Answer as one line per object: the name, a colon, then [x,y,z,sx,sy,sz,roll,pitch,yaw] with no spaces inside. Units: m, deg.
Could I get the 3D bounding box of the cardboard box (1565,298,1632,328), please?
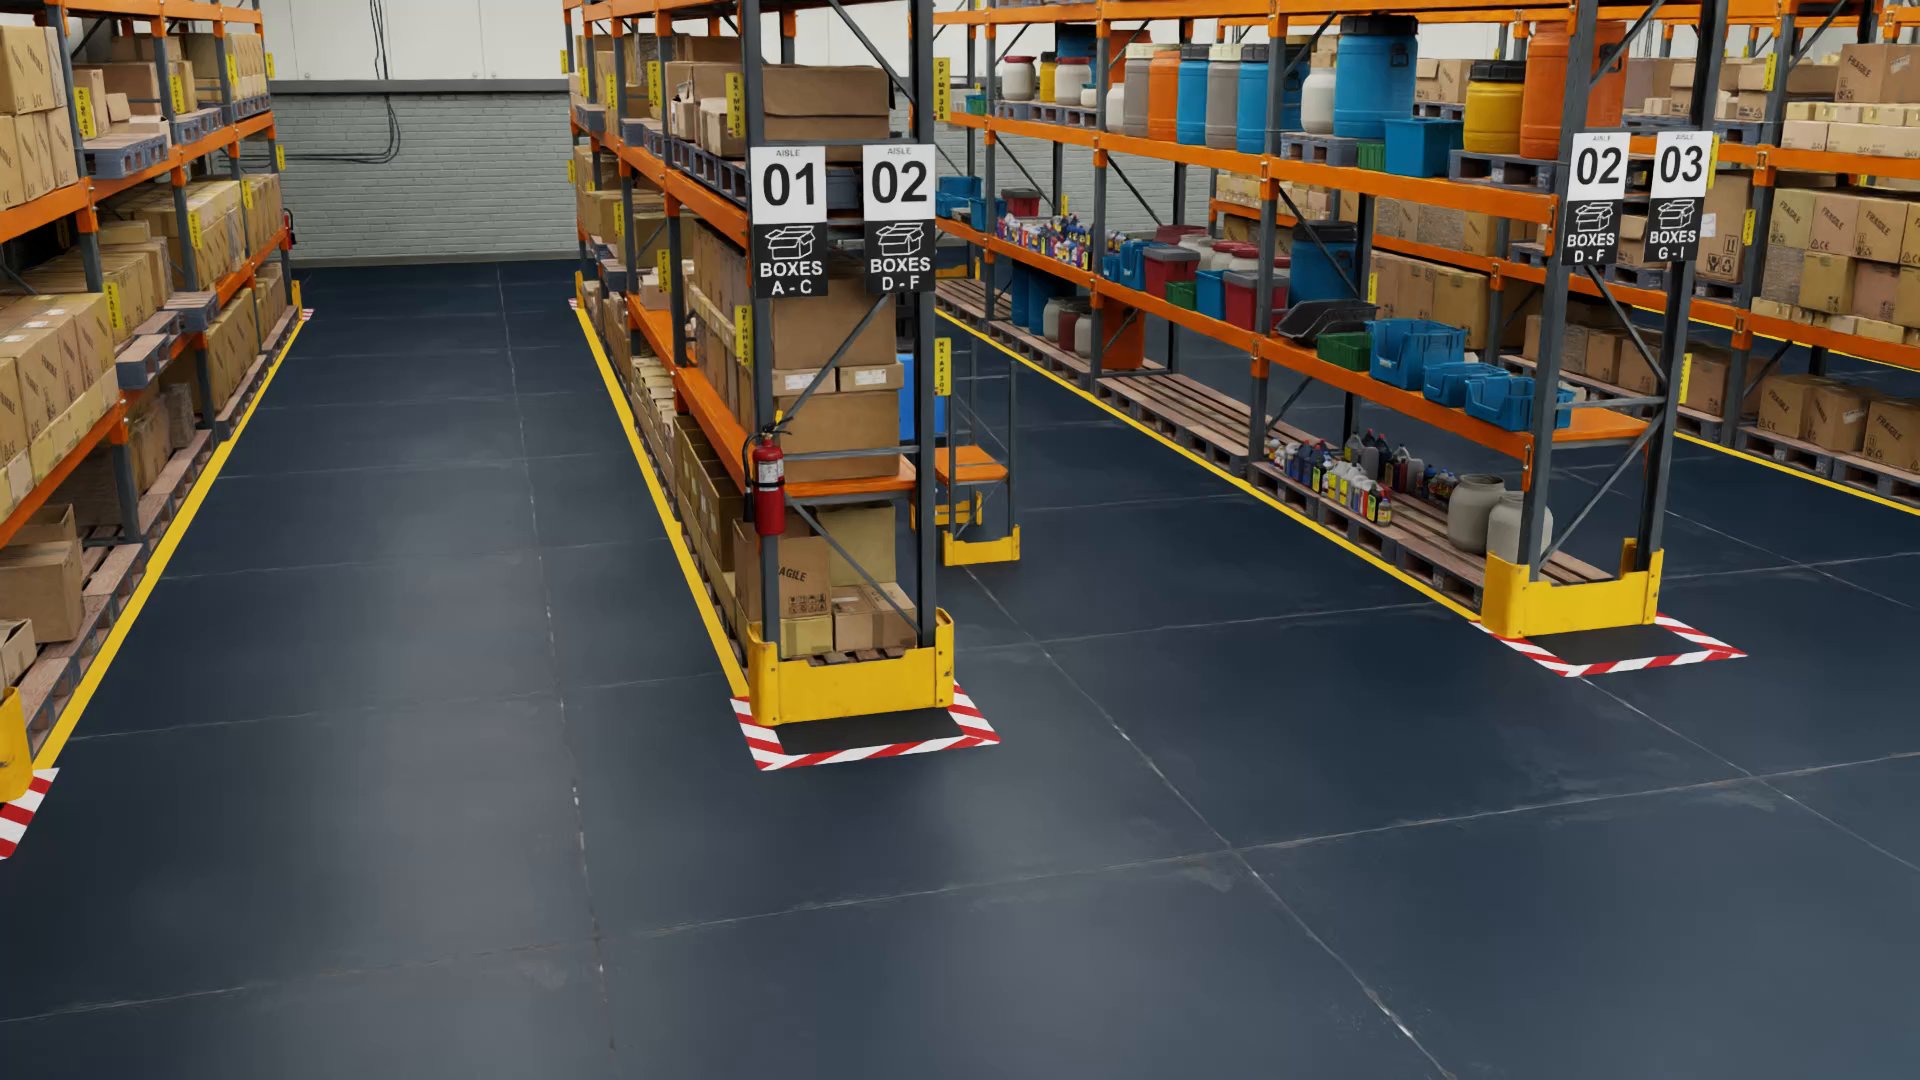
cardboard box: [7.059,-2.515,18.389,0.500,0.250,0.500,-3,17,-9]

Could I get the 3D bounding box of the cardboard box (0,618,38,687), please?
cardboard box: [-5.659,0.637,9.526,0.500,0.311,0.500,-3,17,-11]

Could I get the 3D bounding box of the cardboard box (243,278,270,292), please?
cardboard box: [-8.866,-3.186,20.833,0.380,0.149,0.250,-5,17,-17]

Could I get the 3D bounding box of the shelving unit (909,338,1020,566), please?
shelving unit: [0.021,-0.697,12.666,0.587,1.500,1.083,-5,17,-15]

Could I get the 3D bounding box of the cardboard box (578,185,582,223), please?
cardboard box: [-5.019,-4.664,23.092,0.500,0.500,0.500,-5,17,-16]

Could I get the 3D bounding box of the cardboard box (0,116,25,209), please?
cardboard box: [-5.678,-2.131,9.411,0.500,0.500,0.500,-4,17,-12]

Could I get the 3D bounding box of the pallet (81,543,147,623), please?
pallet: [-6.279,0.328,11.492,1.003,0.211,1.213,-5,17,-15]

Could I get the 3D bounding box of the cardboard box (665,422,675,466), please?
cardboard box: [-2.123,-0.825,13.560,0.500,0.311,0.500,-5,17,-15]

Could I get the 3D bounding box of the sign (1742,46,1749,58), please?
sign: [13.485,-8.319,28.561,0.100,0.325,0.005,-5,17,-15]

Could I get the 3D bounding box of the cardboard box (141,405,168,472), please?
cardboard box: [-7.156,-0.828,14.076,0.700,0.500,0.500,-5,17,-16]

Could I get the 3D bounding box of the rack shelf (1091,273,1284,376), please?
rack shelf: [2.478,-2.182,16.253,1.077,0.370,4.000,-5,17,-15]

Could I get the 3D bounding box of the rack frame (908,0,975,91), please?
rack frame: [-0.270,-8.166,24.495,1.000,3.000,0.127,-5,17,-15]

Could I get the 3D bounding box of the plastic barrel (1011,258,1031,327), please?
plastic barrel: [0.962,-3.231,21.411,0.600,0.901,0.708,-5,17,-15]

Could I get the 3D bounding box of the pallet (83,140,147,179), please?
pallet: [-6.565,-2.716,11.892,1.213,0.211,1.003,-5,17,-15]

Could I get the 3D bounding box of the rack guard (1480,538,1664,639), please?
rack guard: [4.061,0.313,11.042,1.175,0.500,0.348,-5,17,-15]

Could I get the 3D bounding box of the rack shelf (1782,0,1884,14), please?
rack shelf: [8.340,-4.339,13.011,1.077,0.370,4.000,-5,17,-15]

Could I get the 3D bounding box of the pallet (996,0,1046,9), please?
pallet: [1.086,-6.551,20.143,1.003,0.211,1.213,-5,17,-15]

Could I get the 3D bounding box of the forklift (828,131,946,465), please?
forklift: [-1.031,-2.405,15.864,1.130,2.935,3.031,-5,17,-16]

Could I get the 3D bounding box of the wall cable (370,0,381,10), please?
wall cable: [-8.405,-10.121,27.622,3.097,2.526,0.112,-5,17,-15]

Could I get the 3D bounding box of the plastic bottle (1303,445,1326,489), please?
plastic bottle: [2.902,-0.607,13.599,0.144,0.351,0.185,-5,18,-18]

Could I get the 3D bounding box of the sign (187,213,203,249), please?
sign: [-7.078,-2.859,15.380,0.100,0.325,0.005,-5,17,-15]

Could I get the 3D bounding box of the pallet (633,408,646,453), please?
pallet: [-2.647,-1.123,16.324,1.003,0.211,1.213,-5,17,-15]

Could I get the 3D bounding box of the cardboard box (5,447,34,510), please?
cardboard box: [-5.384,-0.324,9.043,0.500,0.250,0.500,-5,18,-17]

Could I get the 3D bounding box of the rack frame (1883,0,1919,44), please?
rack frame: [11.487,-6.709,19.644,1.000,3.000,0.127,-5,17,-15]

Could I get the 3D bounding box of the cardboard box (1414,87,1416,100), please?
cardboard box: [5.856,-5.672,21.112,0.380,0.149,0.250,-5,18,-18]

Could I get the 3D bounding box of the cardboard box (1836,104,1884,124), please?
cardboard box: [7.776,-3.661,14.280,0.380,0.149,0.250,-5,17,-15]

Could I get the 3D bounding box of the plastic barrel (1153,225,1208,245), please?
plastic barrel: [2.347,-3.041,17.624,0.600,0.536,0.708,-5,17,-15]

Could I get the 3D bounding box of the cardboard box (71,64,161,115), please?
cardboard box: [-7.783,-4.119,15.298,0.700,0.500,0.500,-6,18,-20]

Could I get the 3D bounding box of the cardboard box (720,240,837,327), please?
cardboard box: [-1.194,-1.713,11.013,0.700,0.500,0.500,-5,17,-15]

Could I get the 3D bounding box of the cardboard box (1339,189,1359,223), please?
cardboard box: [5.477,-4.479,22.475,0.500,0.500,0.500,-5,17,-15]

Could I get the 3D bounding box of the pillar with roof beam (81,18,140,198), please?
pillar with roof beam: [-5.581,-6.742,19.754,9.100,9.000,0.400,-5,17,-15]

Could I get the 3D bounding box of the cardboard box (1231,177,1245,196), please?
cardboard box: [4.514,-5.458,25.651,0.500,0.250,0.500,-5,17,-16]

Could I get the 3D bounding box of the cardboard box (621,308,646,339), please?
cardboard box: [-3.338,-2.317,17.730,0.500,0.250,0.500,-4,17,-13]

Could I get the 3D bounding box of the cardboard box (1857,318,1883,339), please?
cardboard box: [7.927,-1.818,14.226,0.380,0.149,0.250,-5,17,-15]

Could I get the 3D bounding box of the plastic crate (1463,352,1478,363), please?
plastic crate: [3.717,-1.418,12.917,0.530,0.136,0.437,-5,17,-15]

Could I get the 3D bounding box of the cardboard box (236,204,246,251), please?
cardboard box: [-8.327,-3.495,18.648,0.500,0.500,0.500,-5,17,-16]

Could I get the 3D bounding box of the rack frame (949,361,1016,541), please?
rack frame: [0.163,-0.554,12.190,0.500,1.500,0.032,-5,17,-15]

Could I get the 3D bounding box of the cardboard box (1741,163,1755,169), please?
cardboard box: [13.876,-6.360,28.738,0.500,0.500,0.500,-5,17,-16]

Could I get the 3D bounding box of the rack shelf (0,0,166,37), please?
rack shelf: [-7.048,-4.081,12.840,1.077,0.370,4.000,-5,17,-15]

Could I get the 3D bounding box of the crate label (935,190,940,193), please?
crate label: [-0.519,-5.147,25.060,0.416,0.233,0.303,-5,17,-15]

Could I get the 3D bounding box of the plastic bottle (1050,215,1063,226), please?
plastic bottle: [1.248,-4.043,21.415,0.152,0.276,0.135,-5,17,-15]

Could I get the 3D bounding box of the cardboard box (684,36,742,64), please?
cardboard box: [-1.868,-3.682,13.008,0.500,0.500,0.500,-4,17,-15]

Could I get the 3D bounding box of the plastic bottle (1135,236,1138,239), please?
plastic bottle: [2.000,-3.338,19.053,0.061,0.283,0.133,-5,17,-15]

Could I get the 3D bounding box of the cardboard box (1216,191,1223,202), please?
cardboard box: [4.272,-5.440,26.284,0.380,0.149,0.250,-4,17,-15]

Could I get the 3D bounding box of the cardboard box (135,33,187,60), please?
cardboard box: [-9.113,-5.551,19.056,0.500,0.500,0.500,-5,17,-16]

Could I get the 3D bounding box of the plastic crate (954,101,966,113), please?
plastic crate: [0.114,-5.818,22.352,0.293,0.136,0.466,-5,17,-15]

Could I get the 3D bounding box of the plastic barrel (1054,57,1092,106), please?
plastic barrel: [1.296,-5.261,19.073,0.433,0.535,0.433,0,17,0]

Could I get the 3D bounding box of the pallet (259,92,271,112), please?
pallet: [-9.582,-5.699,21.651,1.003,0.211,1.213,-5,17,-15]

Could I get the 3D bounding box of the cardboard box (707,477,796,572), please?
cardboard box: [-1.359,-0.120,10.884,0.500,0.500,0.500,-5,17,-15]

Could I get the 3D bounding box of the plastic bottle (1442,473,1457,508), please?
plastic bottle: [3.834,-0.392,13.021,0.097,0.271,0.097,0,17,0]

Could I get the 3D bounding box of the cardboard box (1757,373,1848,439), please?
cardboard box: [7.861,-1.255,15.532,0.500,0.500,0.500,-5,18,-17]

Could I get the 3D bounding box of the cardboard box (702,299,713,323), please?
cardboard box: [-1.633,-1.639,11.892,0.380,0.149,0.250,-5,17,-16]

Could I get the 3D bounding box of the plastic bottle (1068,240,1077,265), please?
plastic bottle: [1.276,-3.248,18.773,0.097,0.271,0.097,0,17,0]

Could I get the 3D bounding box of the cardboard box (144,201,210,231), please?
cardboard box: [-7.623,-3.150,16.197,0.500,0.250,0.500,-5,17,-16]

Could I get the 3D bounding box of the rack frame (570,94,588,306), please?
rack frame: [-5.034,-4.902,24.058,1.000,3.000,0.127,-5,17,-15]

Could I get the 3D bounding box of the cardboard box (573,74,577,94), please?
cardboard box: [-4.869,-6.067,22.113,0.500,0.250,0.500,-5,17,-15]

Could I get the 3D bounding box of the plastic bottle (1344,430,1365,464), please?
plastic bottle: [3.343,-0.749,14.071,0.144,0.351,0.185,-5,17,-15]

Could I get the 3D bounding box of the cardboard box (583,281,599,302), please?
cardboard box: [-5.020,-3.485,23.354,0.500,0.250,0.500,-5,17,-15]

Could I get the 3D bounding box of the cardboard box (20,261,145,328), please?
cardboard box: [-6.963,-1.927,13.215,0.700,0.500,0.500,-2,17,-8]
